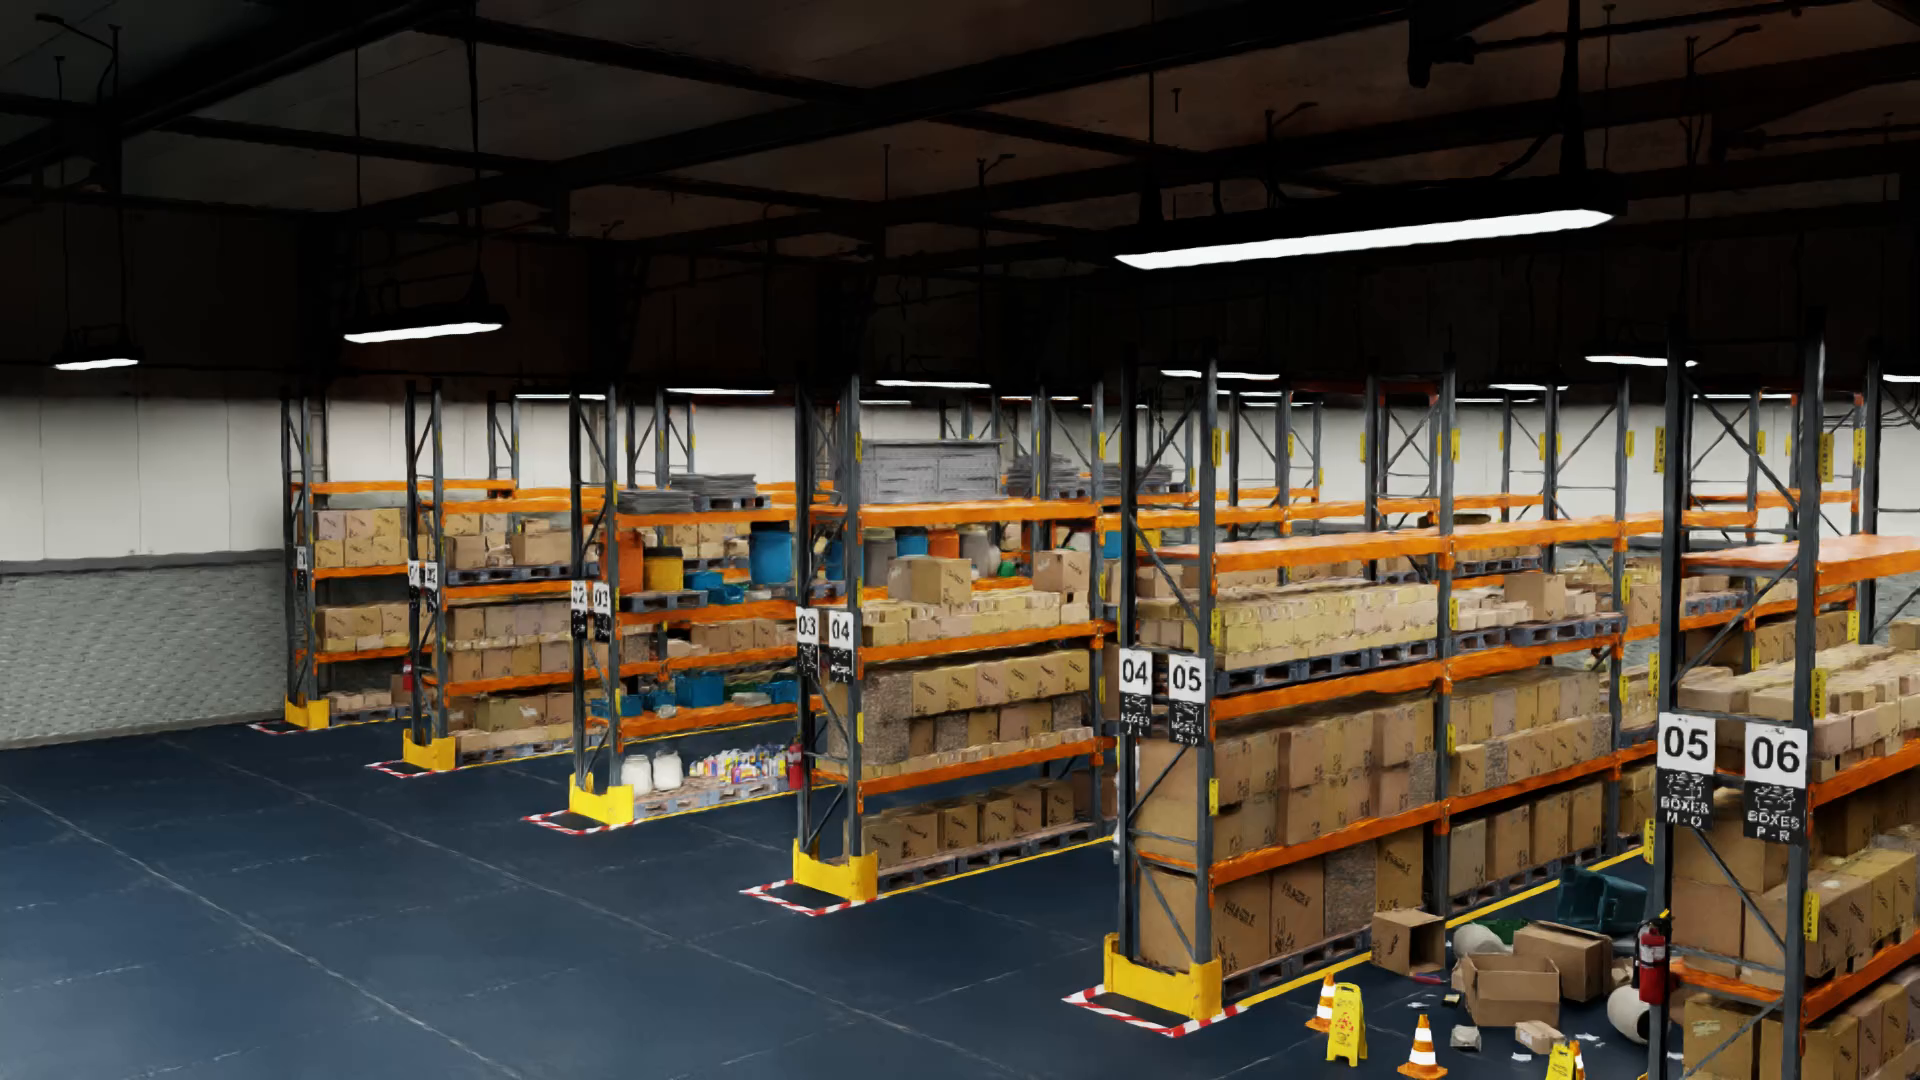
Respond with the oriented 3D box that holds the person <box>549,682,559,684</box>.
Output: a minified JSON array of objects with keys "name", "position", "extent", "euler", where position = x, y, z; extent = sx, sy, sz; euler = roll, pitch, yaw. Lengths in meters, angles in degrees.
[{"name":"person","position":[-7.213,2.609,29.219],"extent":[1.078,1.338,0.480],"euler":[-3,5,-41]}]

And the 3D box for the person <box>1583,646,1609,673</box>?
[{"name":"person","position":[10.647,2.530,27.931],"extent":[0.555,1.665,0.577],"euler":[-1,4,-18]}]

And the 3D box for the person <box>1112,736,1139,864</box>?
[{"name":"person","position":[2.022,2.977,19.966],"extent":[0.333,1.792,0.606],"euler":[1,4,16]}]
